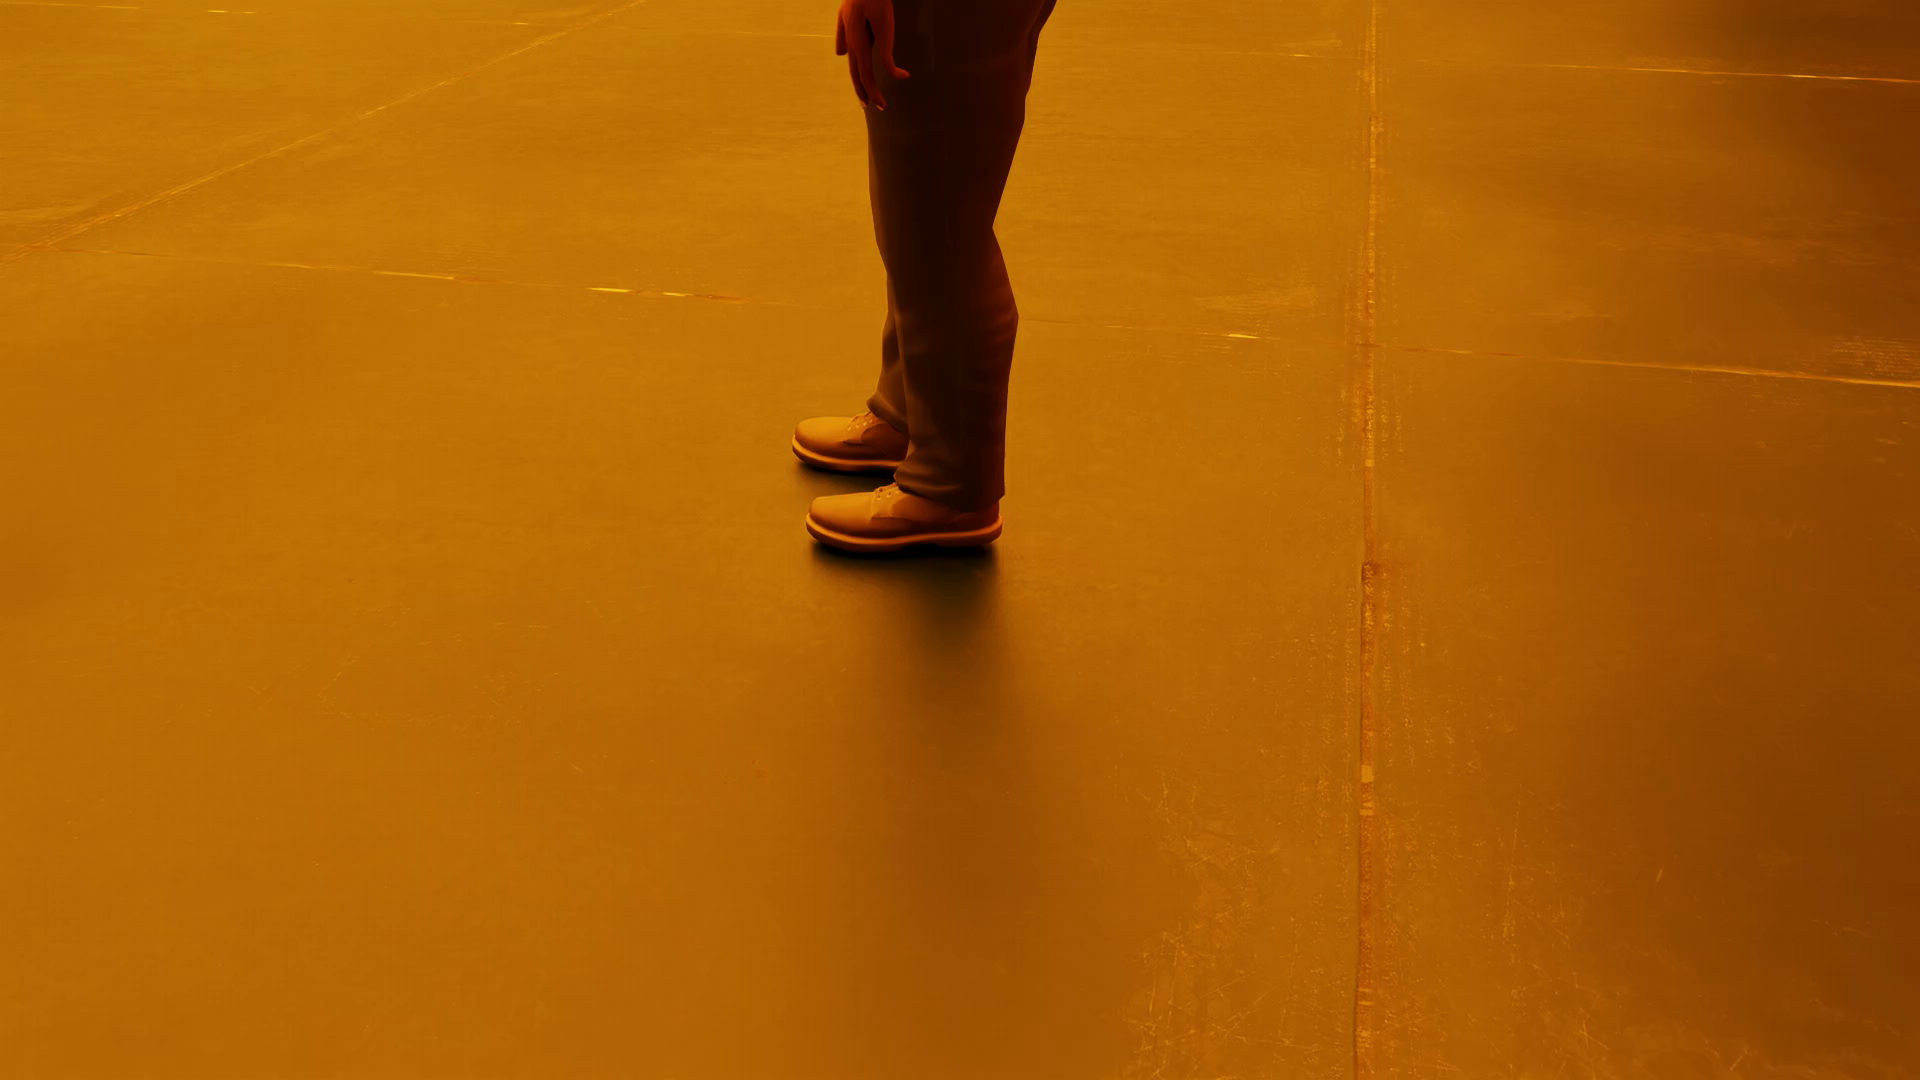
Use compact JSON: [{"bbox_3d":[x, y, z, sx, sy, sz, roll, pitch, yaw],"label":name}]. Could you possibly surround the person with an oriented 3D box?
[{"bbox_3d":[-0.081,-0.762,2.159,0.504,1.654,0.570,6,27,11],"label":"person"}]
